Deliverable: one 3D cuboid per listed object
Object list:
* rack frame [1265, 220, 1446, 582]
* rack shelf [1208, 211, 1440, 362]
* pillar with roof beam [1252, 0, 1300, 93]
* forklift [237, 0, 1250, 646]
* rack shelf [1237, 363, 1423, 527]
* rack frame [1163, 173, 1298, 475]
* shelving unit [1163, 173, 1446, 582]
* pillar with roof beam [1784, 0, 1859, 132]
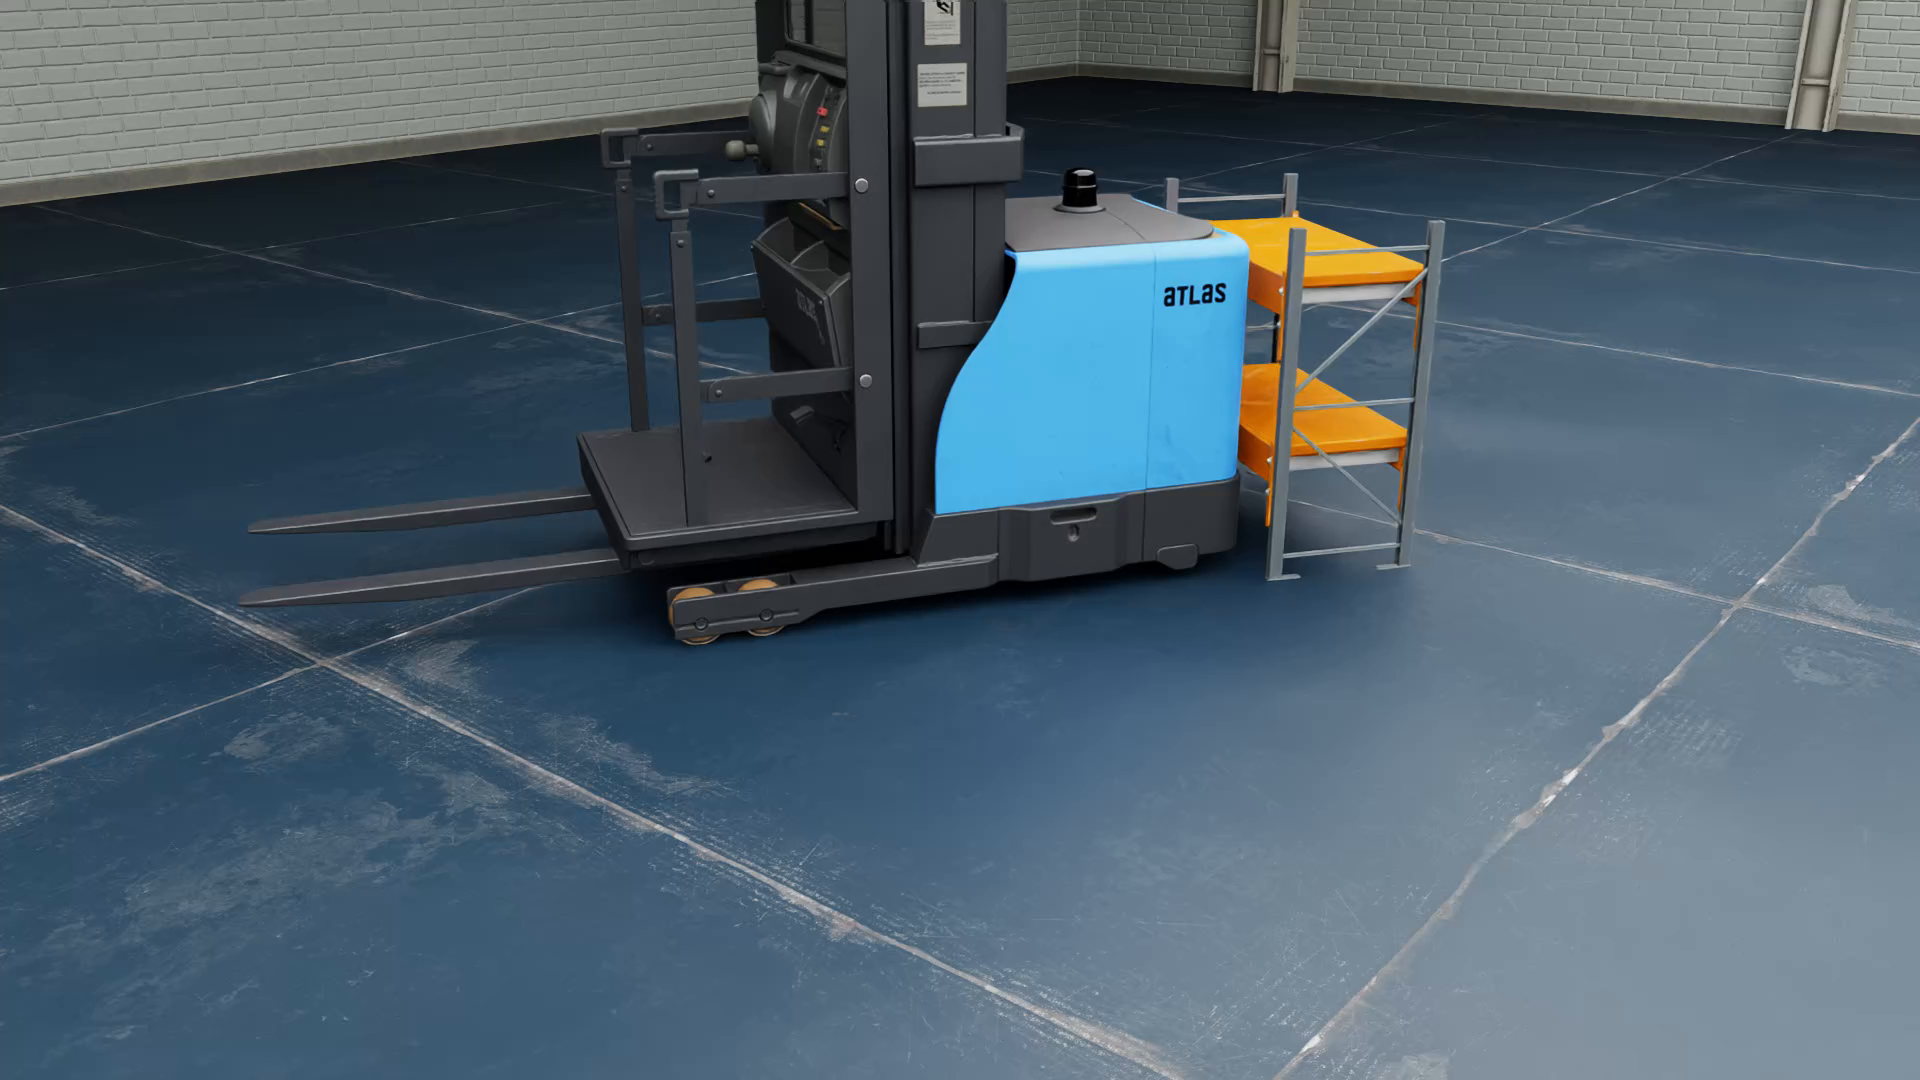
[{"bbox_3d":[1.225,-0.420,5.187,0.500,1.125,0.032,-5,21,-14],"label":"rack frame"},{"bbox_3d":[1.096,-0.867,5.544,0.538,0.278,1.000,-5,21,-14],"label":"rack shelf"},{"bbox_3d":[1.047,-8.446,15.311,0.400,9.000,9.100,16,26,36],"label":"pillar with roof beam"},{"bbox_3d":[-0.668,-1.273,4.891,3.031,2.935,1.130,-7,22,-18],"label":"forklift"},{"bbox_3d":[1.096,-0.364,5.733,0.538,0.278,1.000,-5,21,-14],"label":"rack shelf"},{"bbox_3d":[0.966,-0.767,6.107,0.500,1.125,0.032,-5,21,-14],"label":"rack frame"},{"bbox_3d":[1.096,-0.593,5.647,0.538,1.125,1.048,-5,21,-14],"label":"shelving unit"},{"bbox_3d":[5.695,-7.107,11.761,0.400,9.000,9.100,16,26,36],"label":"pillar with roof beam"}]
